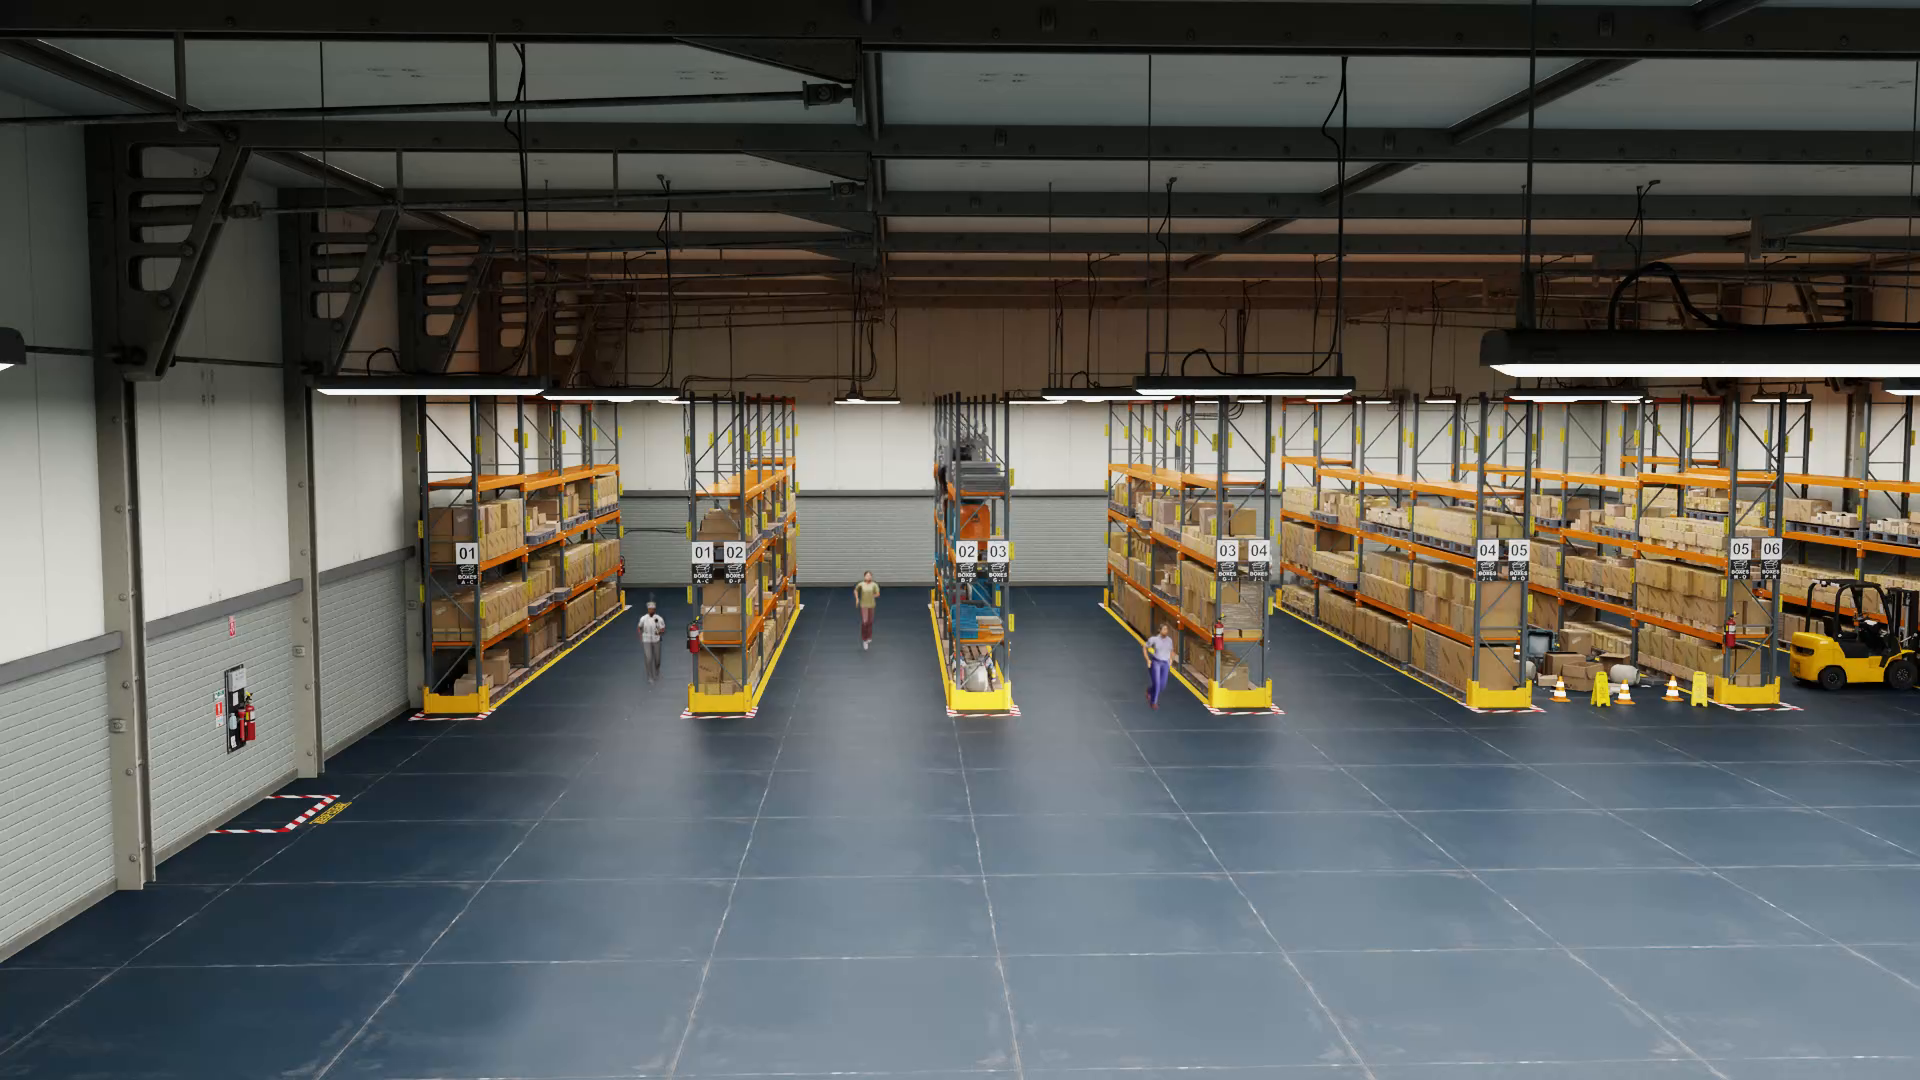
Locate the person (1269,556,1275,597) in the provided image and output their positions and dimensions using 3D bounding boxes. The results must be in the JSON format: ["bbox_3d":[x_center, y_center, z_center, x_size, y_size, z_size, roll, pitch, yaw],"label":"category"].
[{"bbox_3d":[8.932,1.028,48.553,0.777,1.663,0.626,-2,5,-27],"label":"person"}]

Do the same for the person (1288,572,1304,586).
[{"bbox_3d":[9.904,0.951,49.131,0.931,1.612,0.615,4,6,40],"label":"person"}]

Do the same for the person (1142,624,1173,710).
[{"bbox_3d":[3.791,2.410,31.768,0.647,1.612,0.683,-2,5,-21],"label":"person"}]

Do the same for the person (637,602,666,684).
[{"bbox_3d":[-6.415,2.116,34.580,0.588,1.669,0.806,-1,5,-10],"label":"person"}]

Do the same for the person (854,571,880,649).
[{"bbox_3d":[-2.103,1.585,38.000,0.543,1.769,0.701,-1,5,-13],"label":"person"}]
